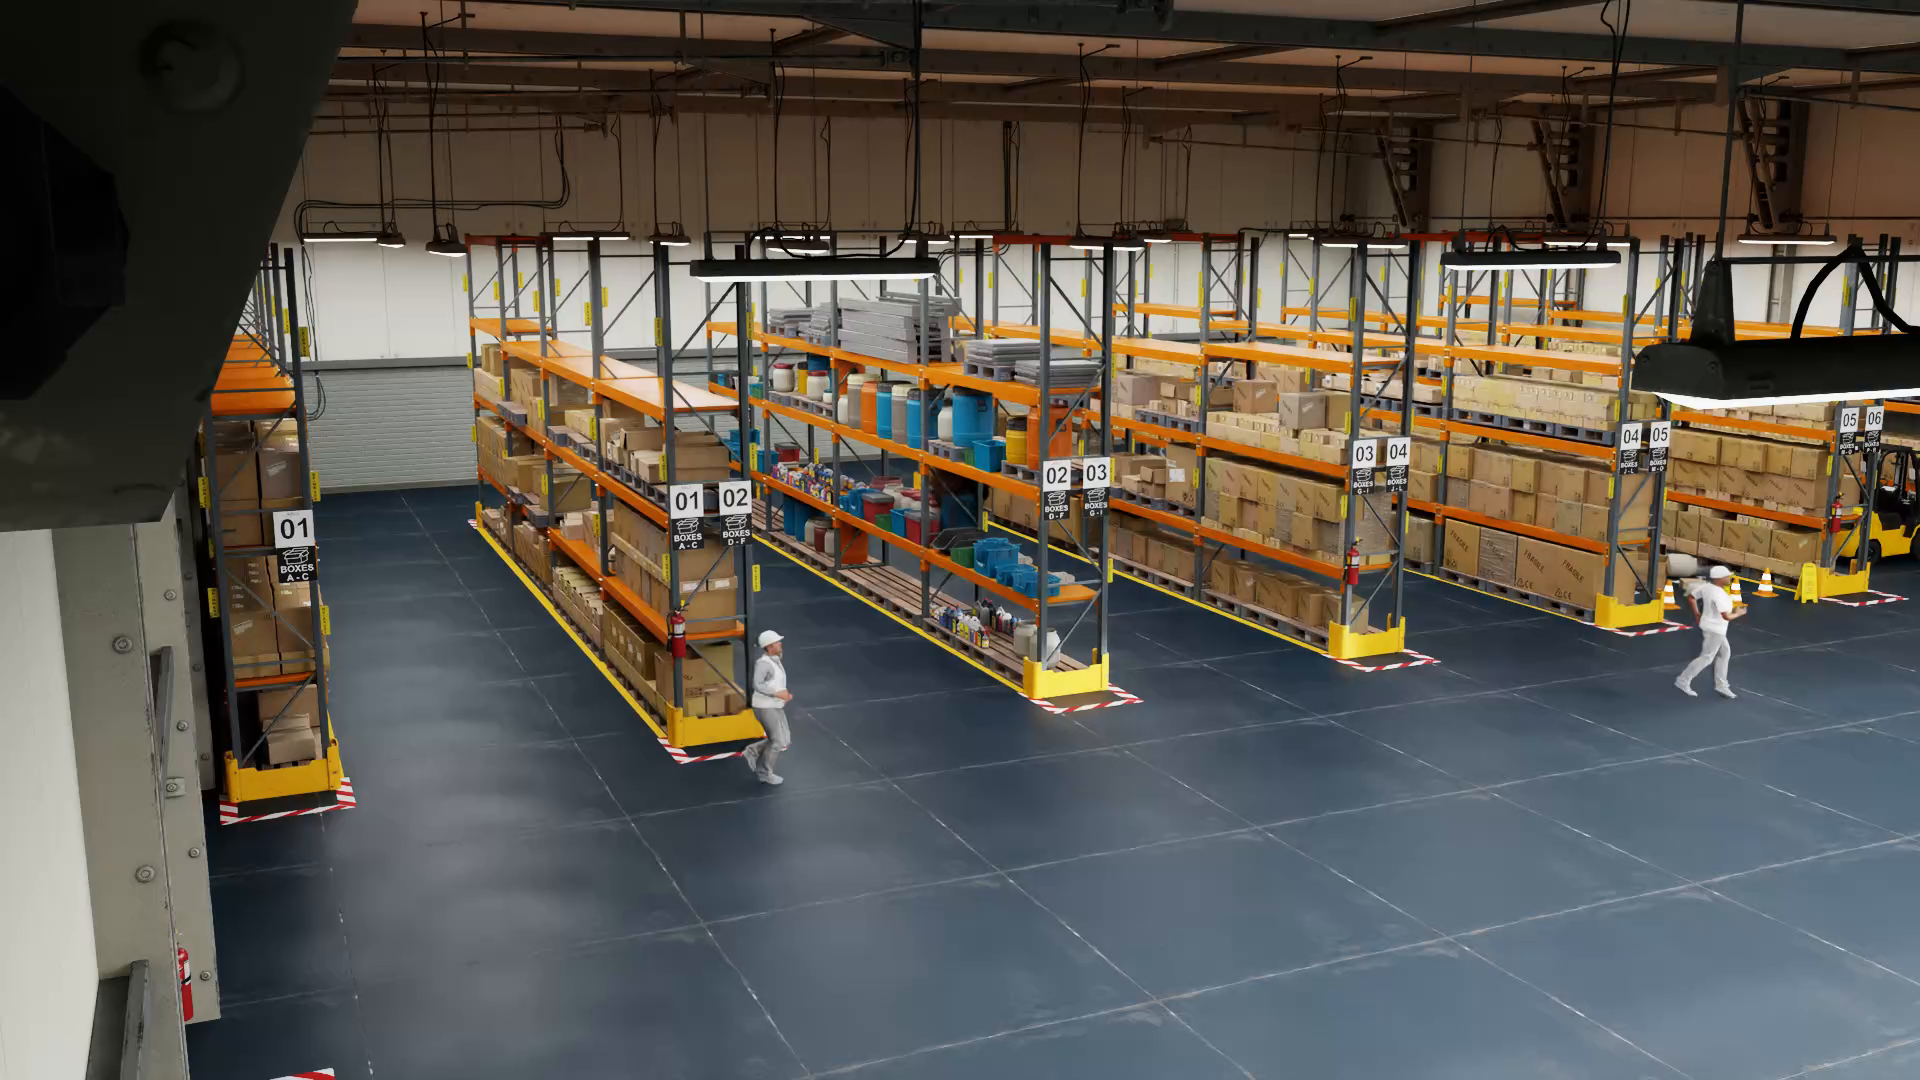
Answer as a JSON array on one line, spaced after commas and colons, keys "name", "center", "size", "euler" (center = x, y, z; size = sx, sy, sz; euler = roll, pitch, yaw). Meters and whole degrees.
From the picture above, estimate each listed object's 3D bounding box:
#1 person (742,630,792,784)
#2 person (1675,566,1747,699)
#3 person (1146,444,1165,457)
[{"name": "person", "center": [-2.175, 1.881, 18.978], "size": [0.632, 1.719, 0.685], "euler": [2, 11, 10]}, {"name": "person", "center": [9.976, 1.232, 22.068], "size": [0.833, 1.819, 0.718], "euler": [2, 11, 11]}, {"name": "person", "center": [4.881, -2.476, 41.609], "size": [0.674, 1.663, 0.617], "euler": [8, 14, 36]}]
